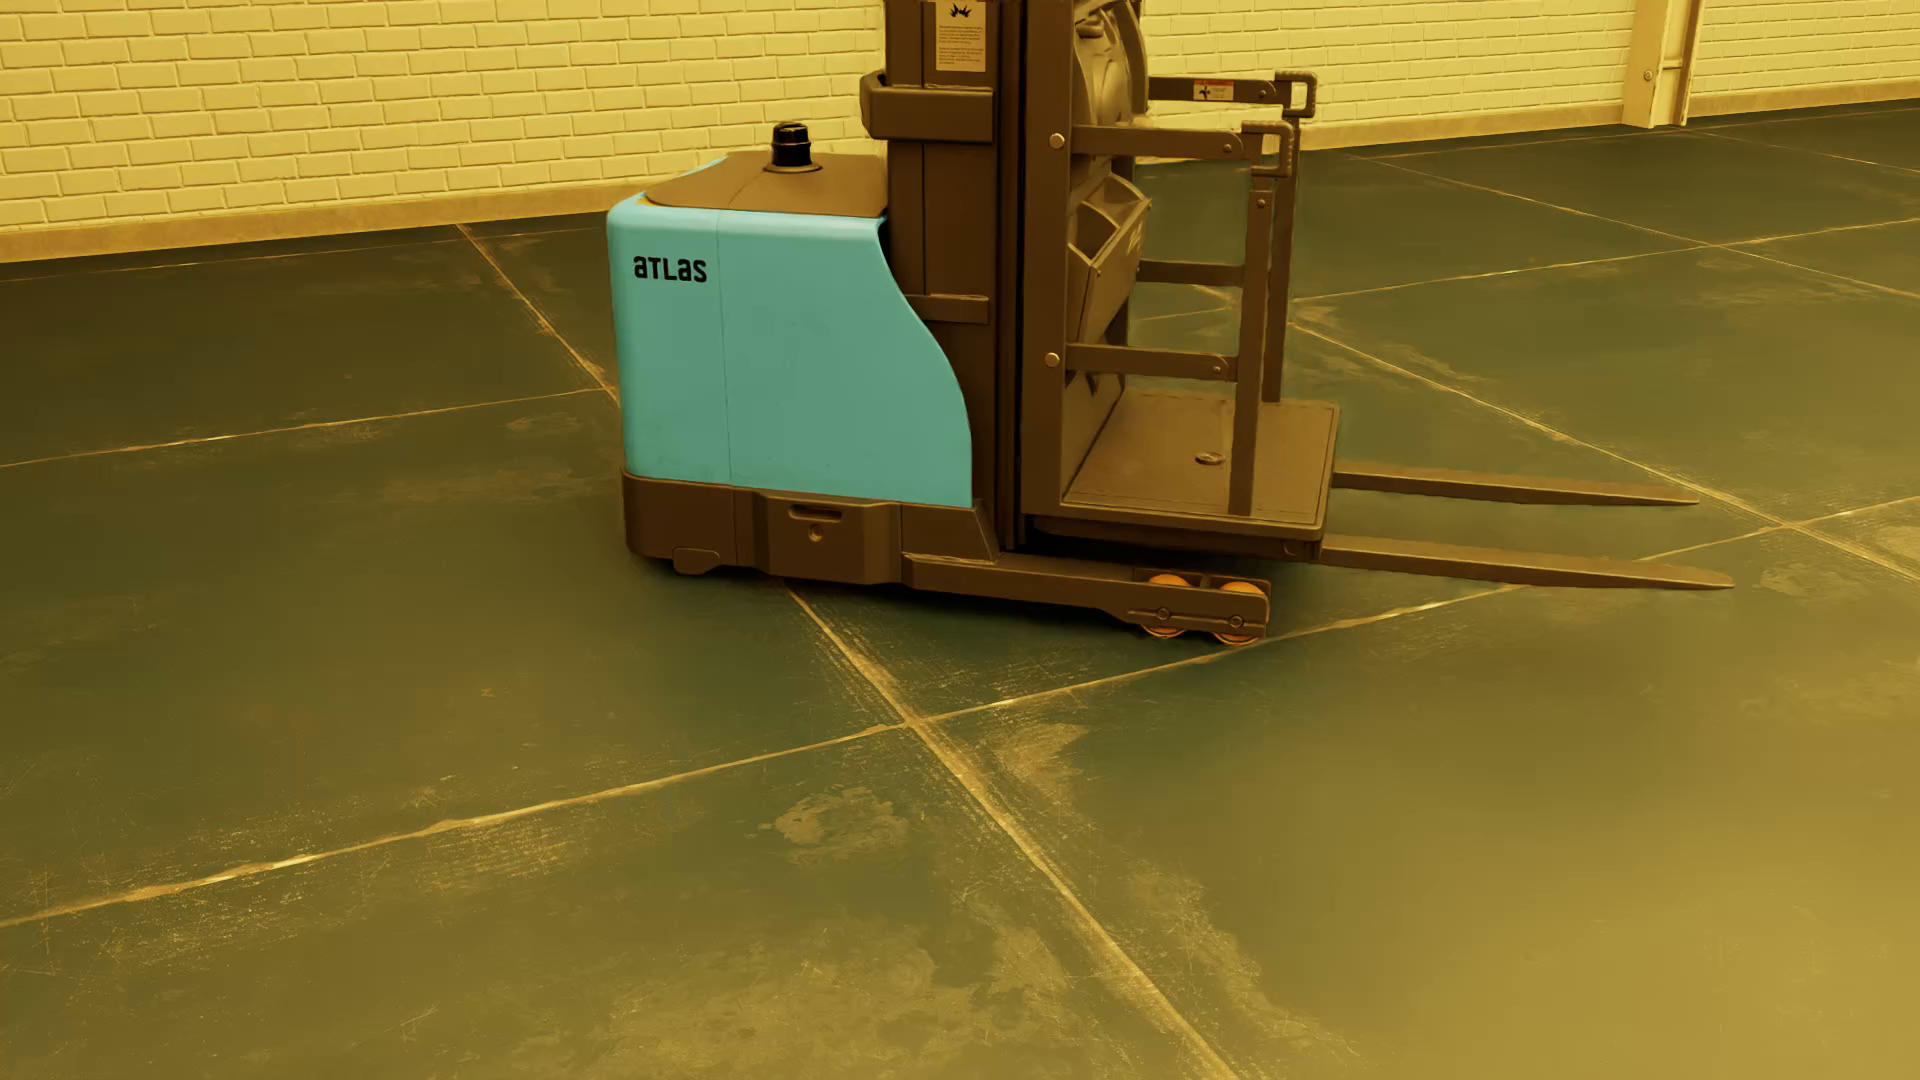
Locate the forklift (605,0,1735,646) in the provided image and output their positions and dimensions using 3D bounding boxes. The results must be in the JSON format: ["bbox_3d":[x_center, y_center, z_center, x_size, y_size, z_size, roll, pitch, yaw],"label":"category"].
[{"bbox_3d":[0.595,-1.298,4.410,3.031,2.935,1.130,6,23,13],"label":"forklift"}]
